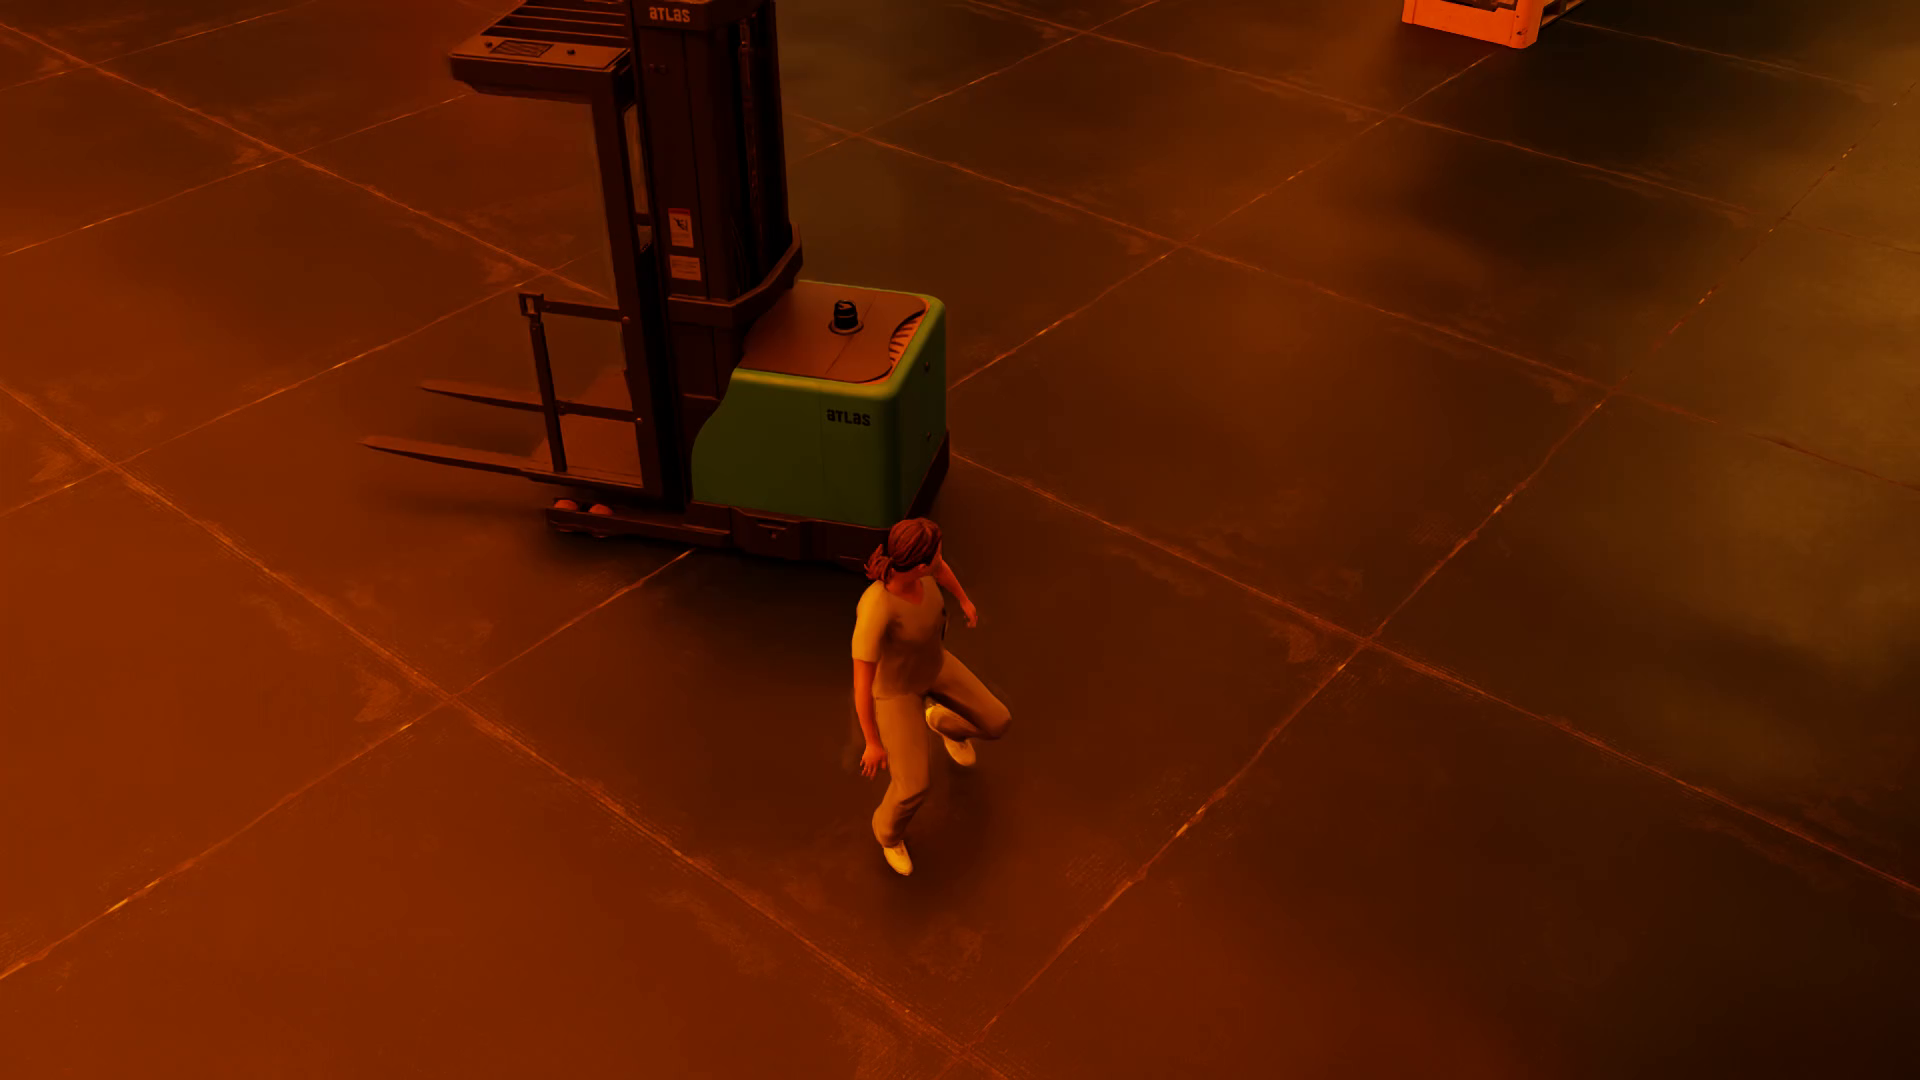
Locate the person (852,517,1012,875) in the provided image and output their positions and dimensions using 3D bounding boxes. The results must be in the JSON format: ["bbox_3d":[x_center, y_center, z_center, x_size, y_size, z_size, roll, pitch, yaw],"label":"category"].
[{"bbox_3d":[-0.156,0.553,6.463,0.496,1.559,0.878,28,44,33],"label":"person"}]

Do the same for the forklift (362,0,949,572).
[{"bbox_3d":[-1.633,-1.490,8.066,3.031,2.935,1.130,9,37,12],"label":"forklift"}]
